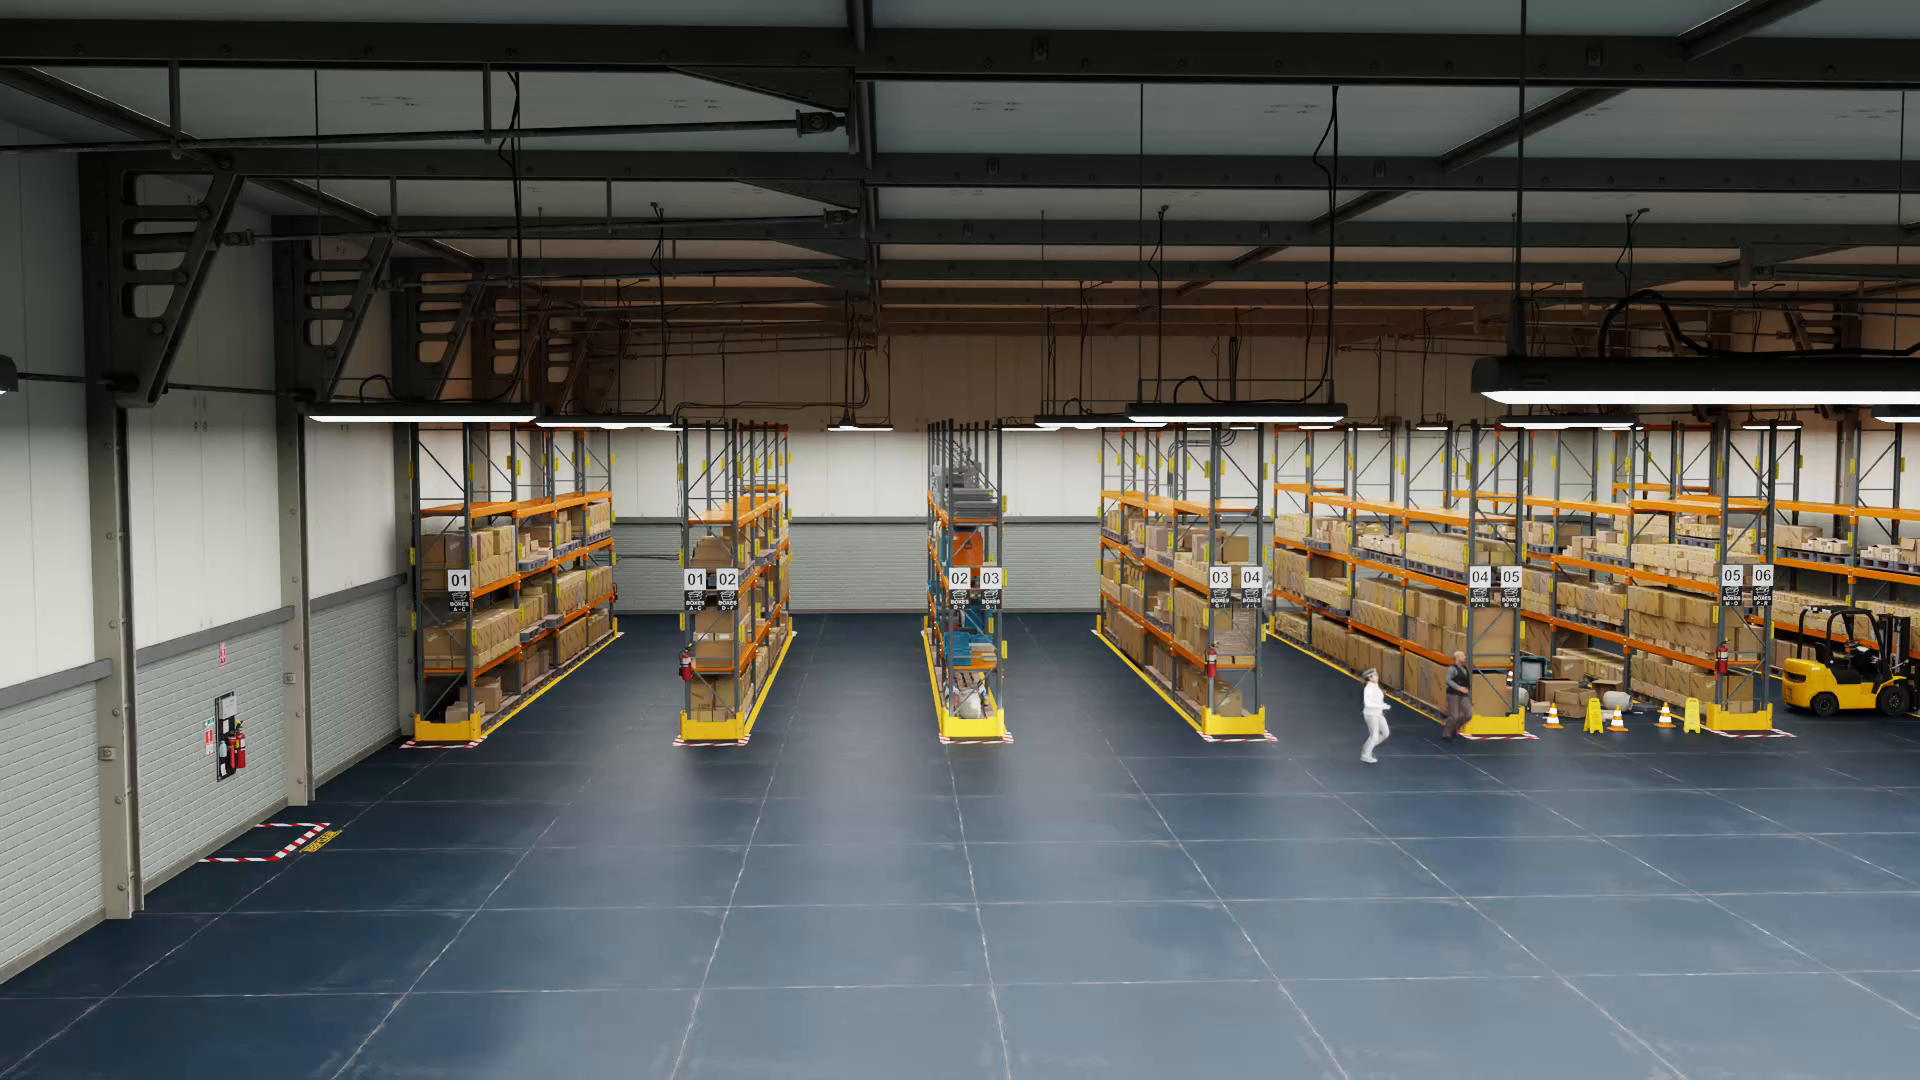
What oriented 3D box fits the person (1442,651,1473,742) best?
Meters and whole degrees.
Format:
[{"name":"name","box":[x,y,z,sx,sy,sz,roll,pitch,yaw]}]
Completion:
[{"name":"person","box":[9.297,2.906,30.877,0.695,1.693,0.582,-2,4,-32]}]

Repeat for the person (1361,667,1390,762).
[{"name":"person","box":[7.236,3.033,28.869,0.554,1.655,0.602,2,4,33]}]

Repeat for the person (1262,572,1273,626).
[{"name":"person","box":[9.120,1.723,49.160,0.556,1.697,0.763,1,4,22]}]
